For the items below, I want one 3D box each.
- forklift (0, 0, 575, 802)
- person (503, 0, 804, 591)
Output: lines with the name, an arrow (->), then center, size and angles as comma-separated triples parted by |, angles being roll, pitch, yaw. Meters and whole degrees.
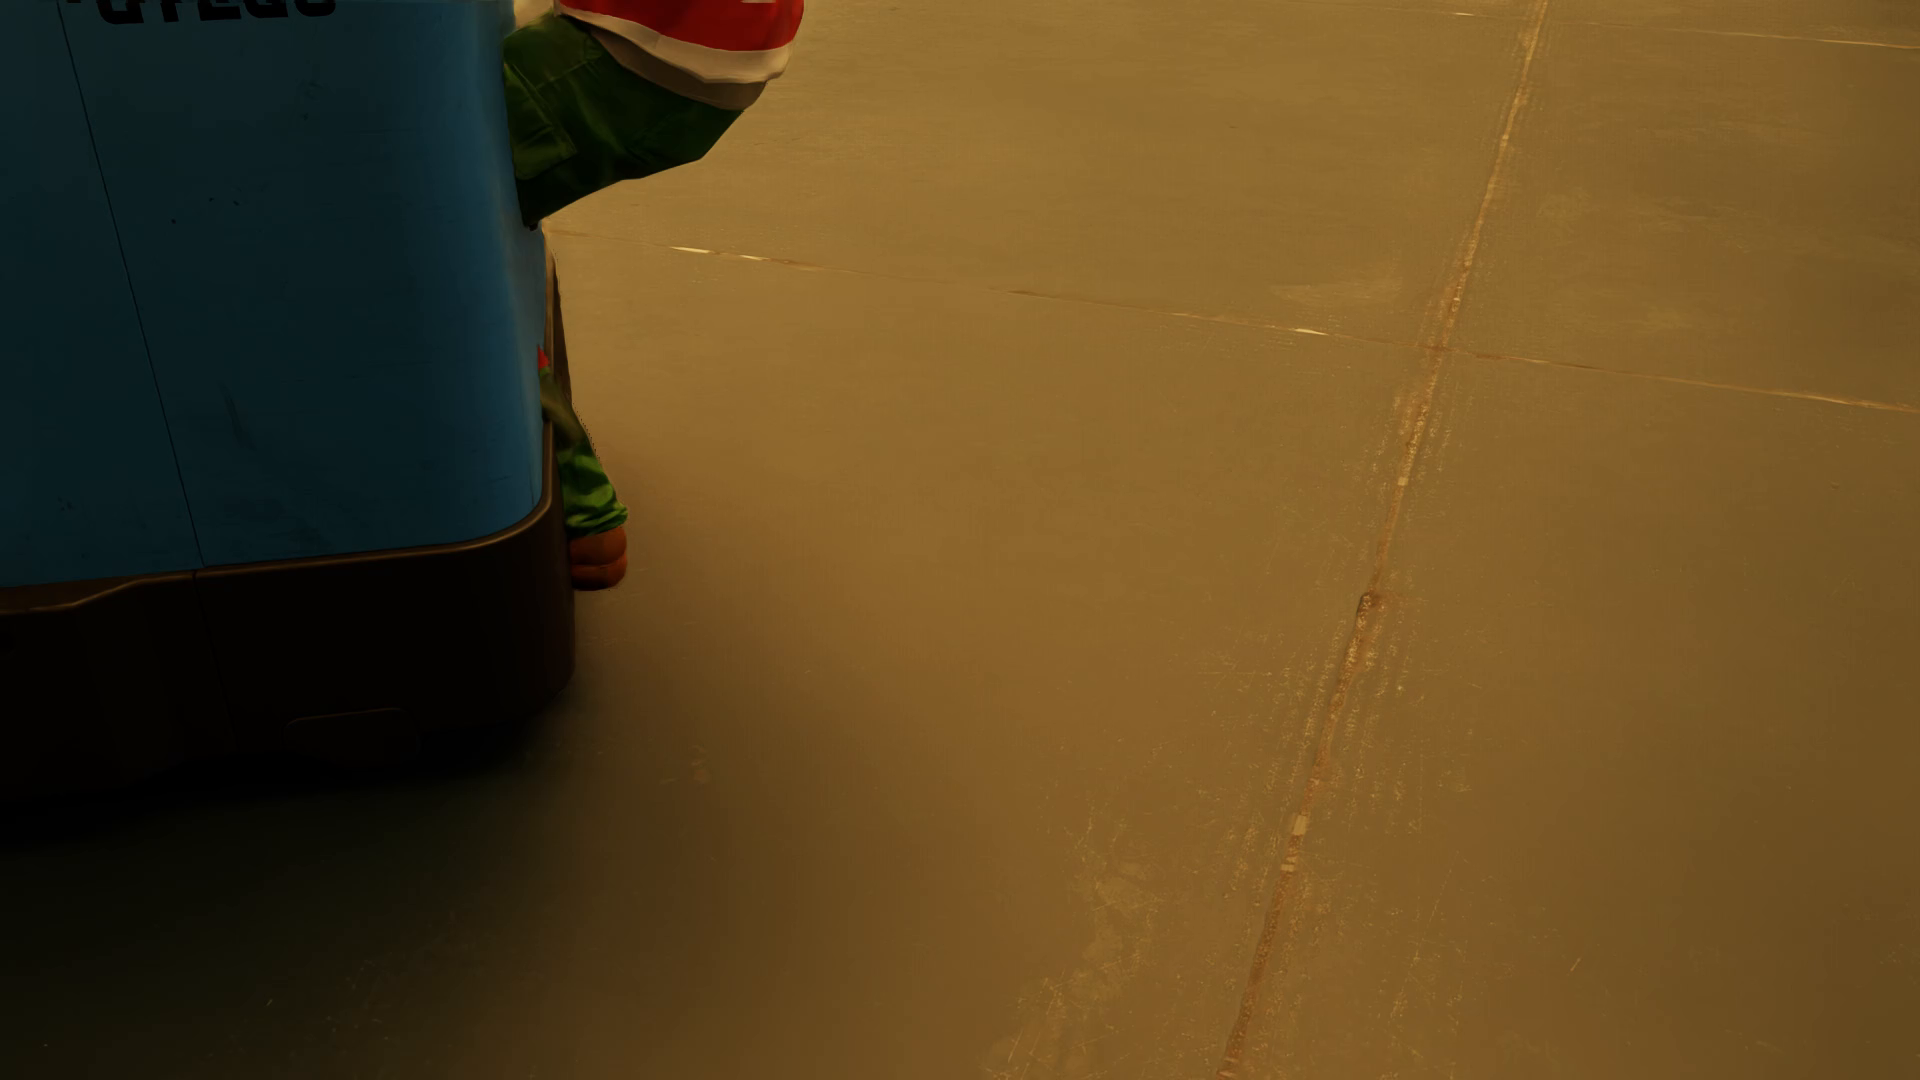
forklift -> -2.049, -1.104, 1.474 | 3.031, 2.935, 1.130 | -6, 30, -10
person -> -0.662, -0.720, 2.236 | 0.890, 1.559, 0.954 | 3, 30, 6
